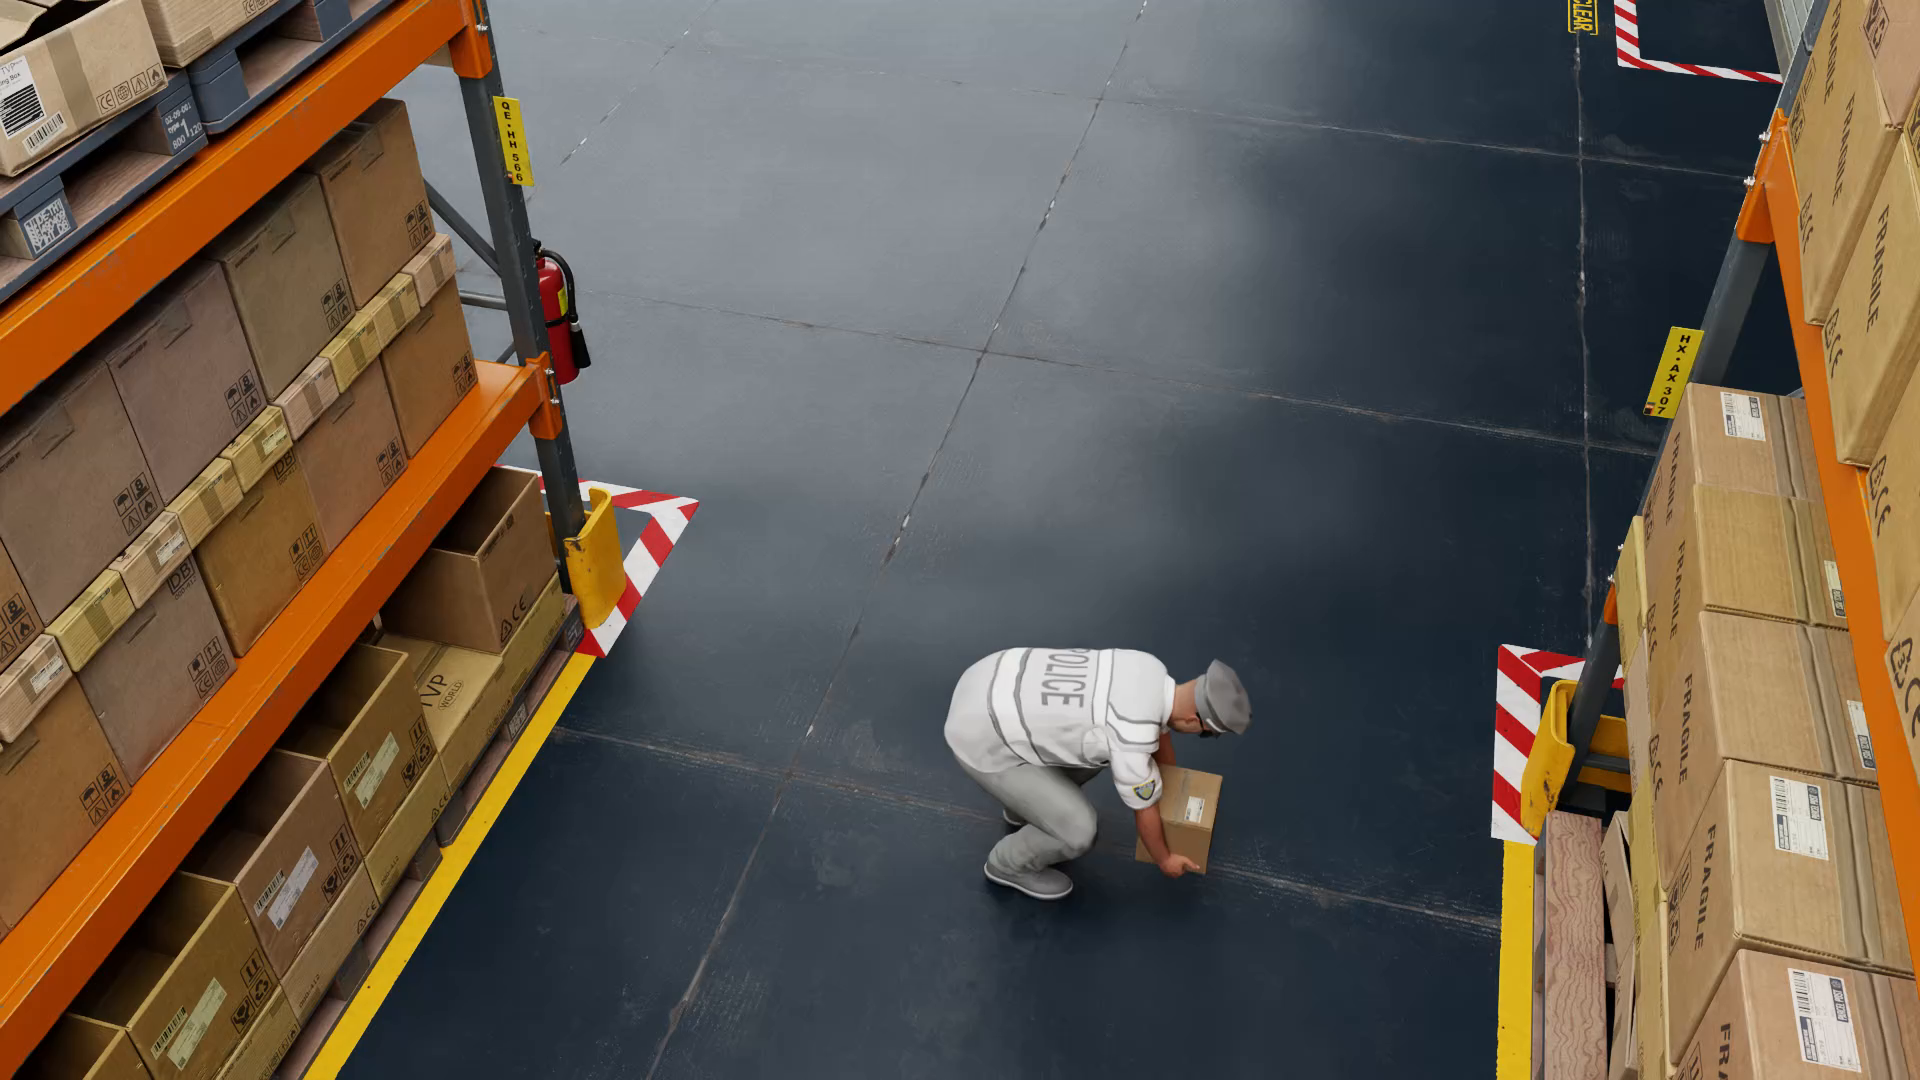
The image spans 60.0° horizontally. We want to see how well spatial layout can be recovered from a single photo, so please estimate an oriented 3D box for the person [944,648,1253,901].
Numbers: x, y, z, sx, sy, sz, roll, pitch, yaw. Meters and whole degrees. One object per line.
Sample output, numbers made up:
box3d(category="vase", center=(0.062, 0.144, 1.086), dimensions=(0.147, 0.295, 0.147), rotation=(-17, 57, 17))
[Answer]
box3d(category="person", center=(0.465, 0.791, 5.793), dimensions=(1.022, 1.028, 0.544), rotation=(8, 41, 9))
